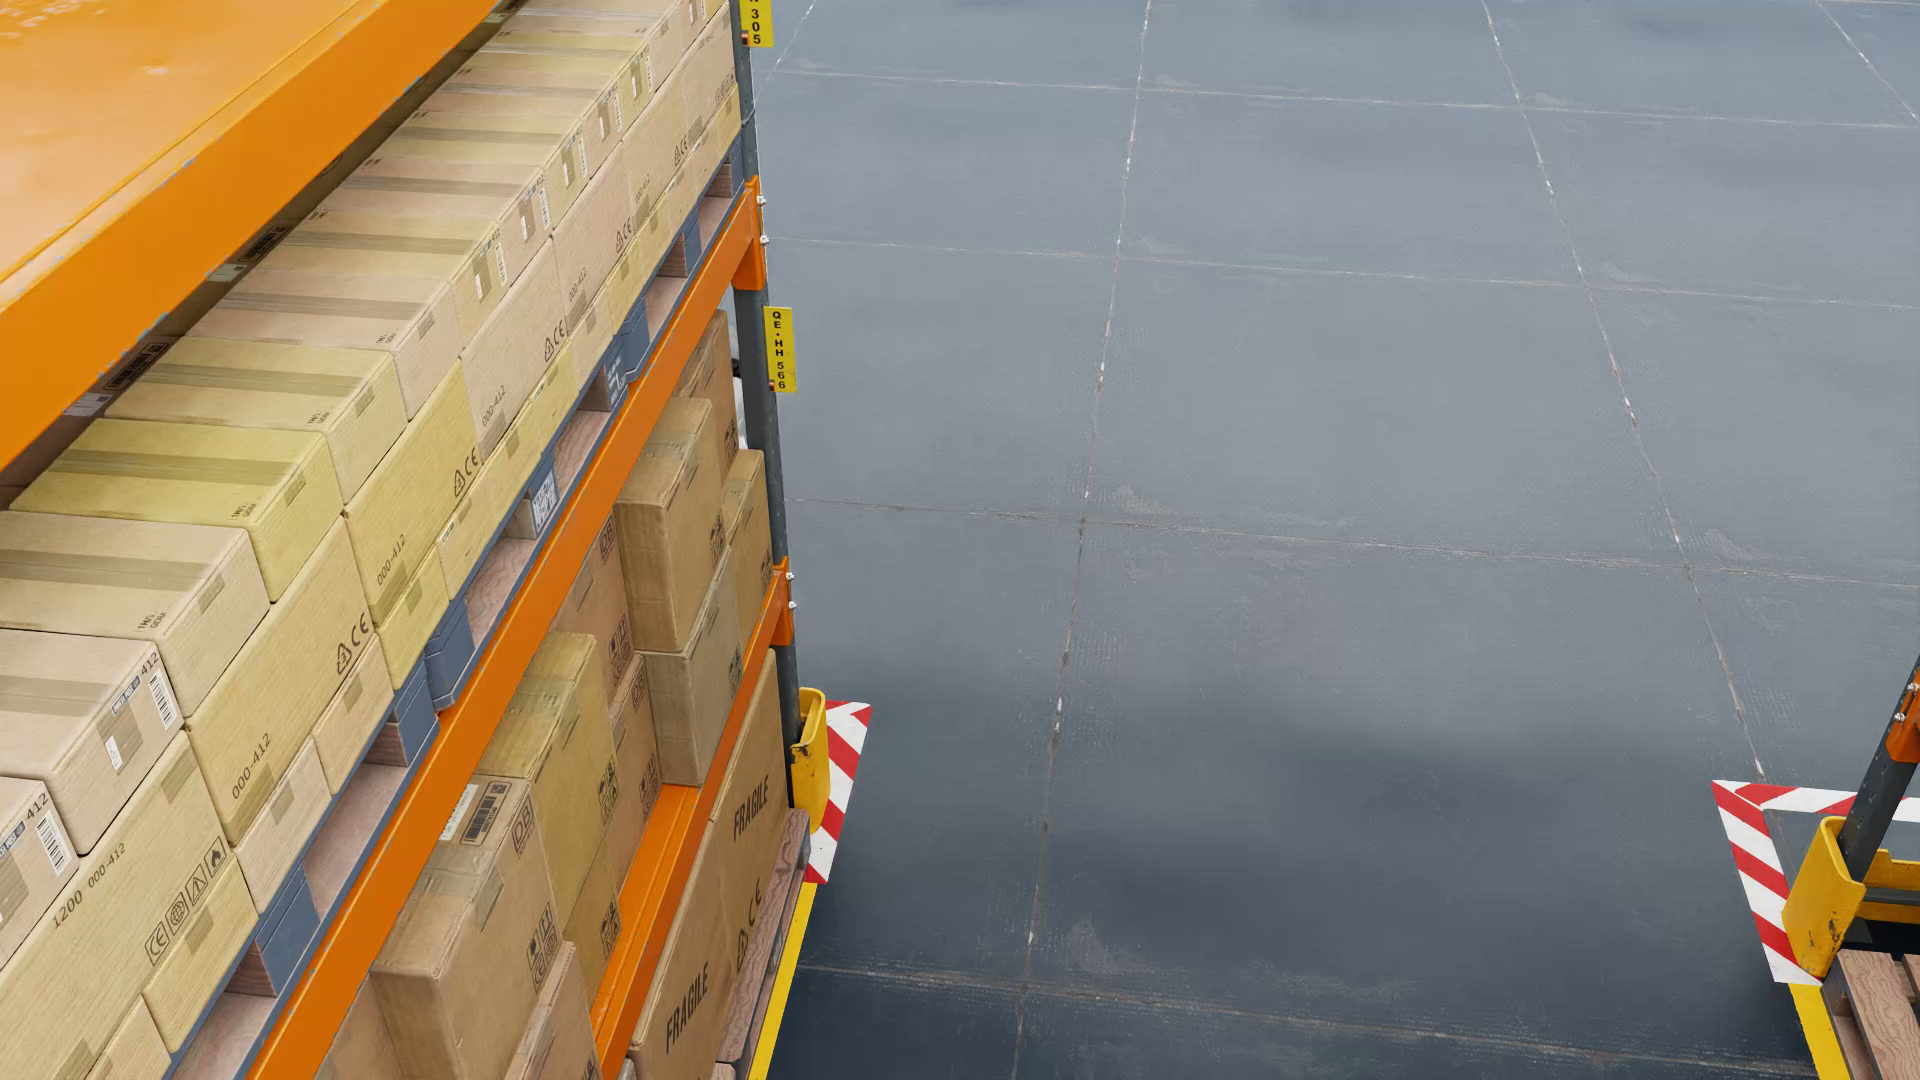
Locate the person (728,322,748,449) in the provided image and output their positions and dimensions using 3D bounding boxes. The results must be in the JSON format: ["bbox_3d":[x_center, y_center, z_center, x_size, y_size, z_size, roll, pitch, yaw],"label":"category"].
[{"bbox_3d":[-1.131,-0.224,7.316,0.554,1.693,0.466,4,37,6],"label":"person"}]
